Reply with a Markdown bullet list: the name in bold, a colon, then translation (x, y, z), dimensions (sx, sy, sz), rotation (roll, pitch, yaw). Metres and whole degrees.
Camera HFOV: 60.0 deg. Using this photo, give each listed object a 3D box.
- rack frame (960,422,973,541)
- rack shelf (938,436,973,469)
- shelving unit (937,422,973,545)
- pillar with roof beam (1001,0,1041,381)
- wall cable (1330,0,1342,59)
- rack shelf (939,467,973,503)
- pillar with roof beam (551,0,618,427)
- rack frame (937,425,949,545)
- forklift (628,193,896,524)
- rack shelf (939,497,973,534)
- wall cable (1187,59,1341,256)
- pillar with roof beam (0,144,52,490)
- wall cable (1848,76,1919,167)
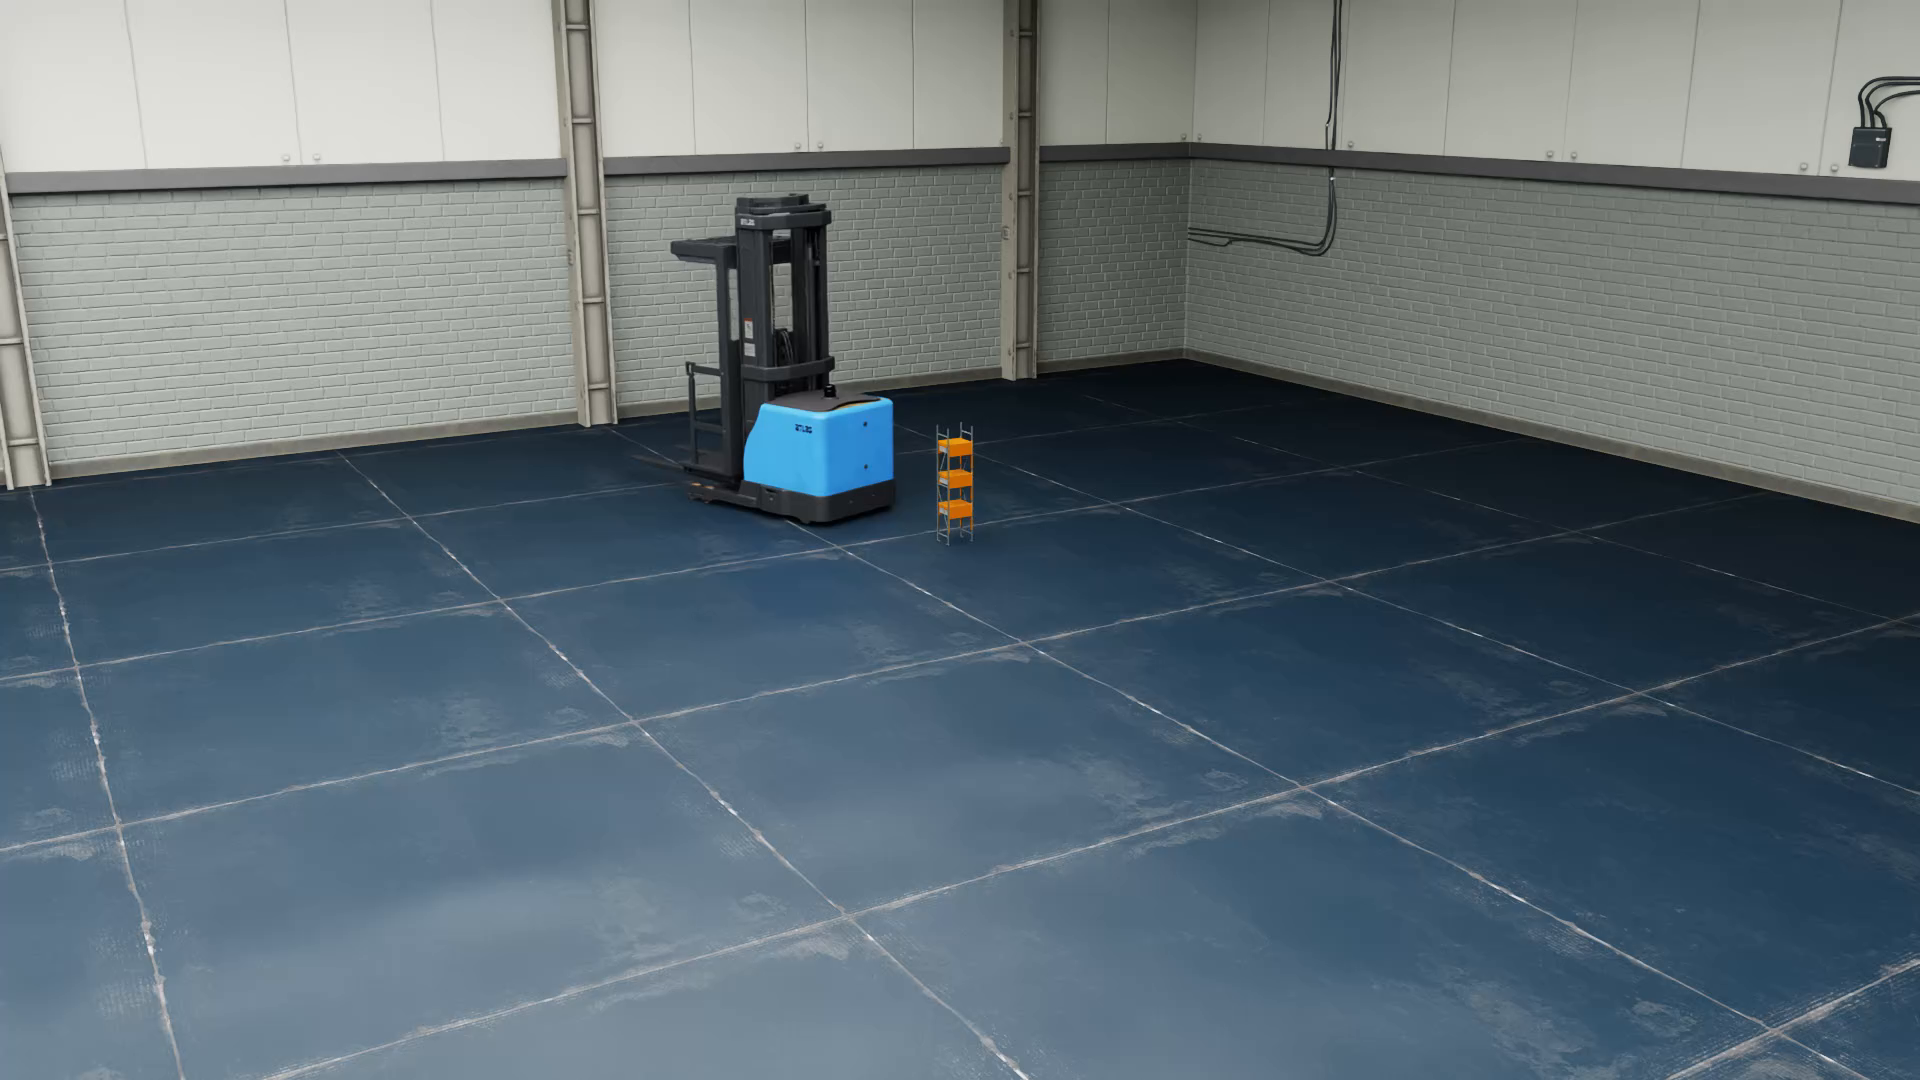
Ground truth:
- **rack frame**: translation (0.059, -0.515, 14.802), dimensions (0.008, 1.050, 0.200), rotation (-9, 18, -30)
- **rack shelf**: translation (-0.046, -0.761, 14.668), dimensions (0.240, 0.259, 0.215), rotation (-9, 18, -30)
- **shelving unit**: translation (-0.046, -0.498, 14.742), dimensions (0.252, 1.050, 0.215), rotation (-9, 18, -30)
- **pillar with roof beam**: translation (3.025, -5.572, 18.114), dimensions (0.400, 9.000, 9.100), rotation (-9, 18, -30)
- **wall cable**: translation (5.408, -6.982, 19.541), dimensions (0.112, 2.526, 3.097), rotation (-9, 18, -30)
- **rack shelf**: translation (-0.046, -0.488, 14.744), dimensions (0.240, 0.259, 0.215), rotation (-9, 18, -30)
- **pillar with roof beam**: translation (-2.118, -4.737, 15.138), dimensions (0.400, 9.000, 9.100), rotation (-9, 18, -30)
- **rack frame**: translation (-0.150, -0.481, 14.681), dimensions (0.008, 1.050, 0.200), rotation (-9, 18, -30)
- **forklift**: translation (-2.064, -1.866, 16.136), dimensions (3.031, 2.935, 1.130), rotation (13, 20, 39)
- **rack shelf**: translation (-0.046, -0.220, 14.819), dimensions (0.240, 0.259, 0.215), rotation (-9, 18, -30)
- **wall cable**: translation (4.014, -5.176, 22.455), dimensions (0.112, 2.526, 3.097), rotation (-9, 18, -30)
- **pillar with roof beam**: translation (-7.261, -3.903, 12.163), dimensions (0.400, 9.000, 9.100), rotation (-9, 18, -30)
- **wall cable**: translation (8.890, -6.110, 13.734), dimensions (0.169, 6.003, 2.305), rotation (-9, 18, -30)
